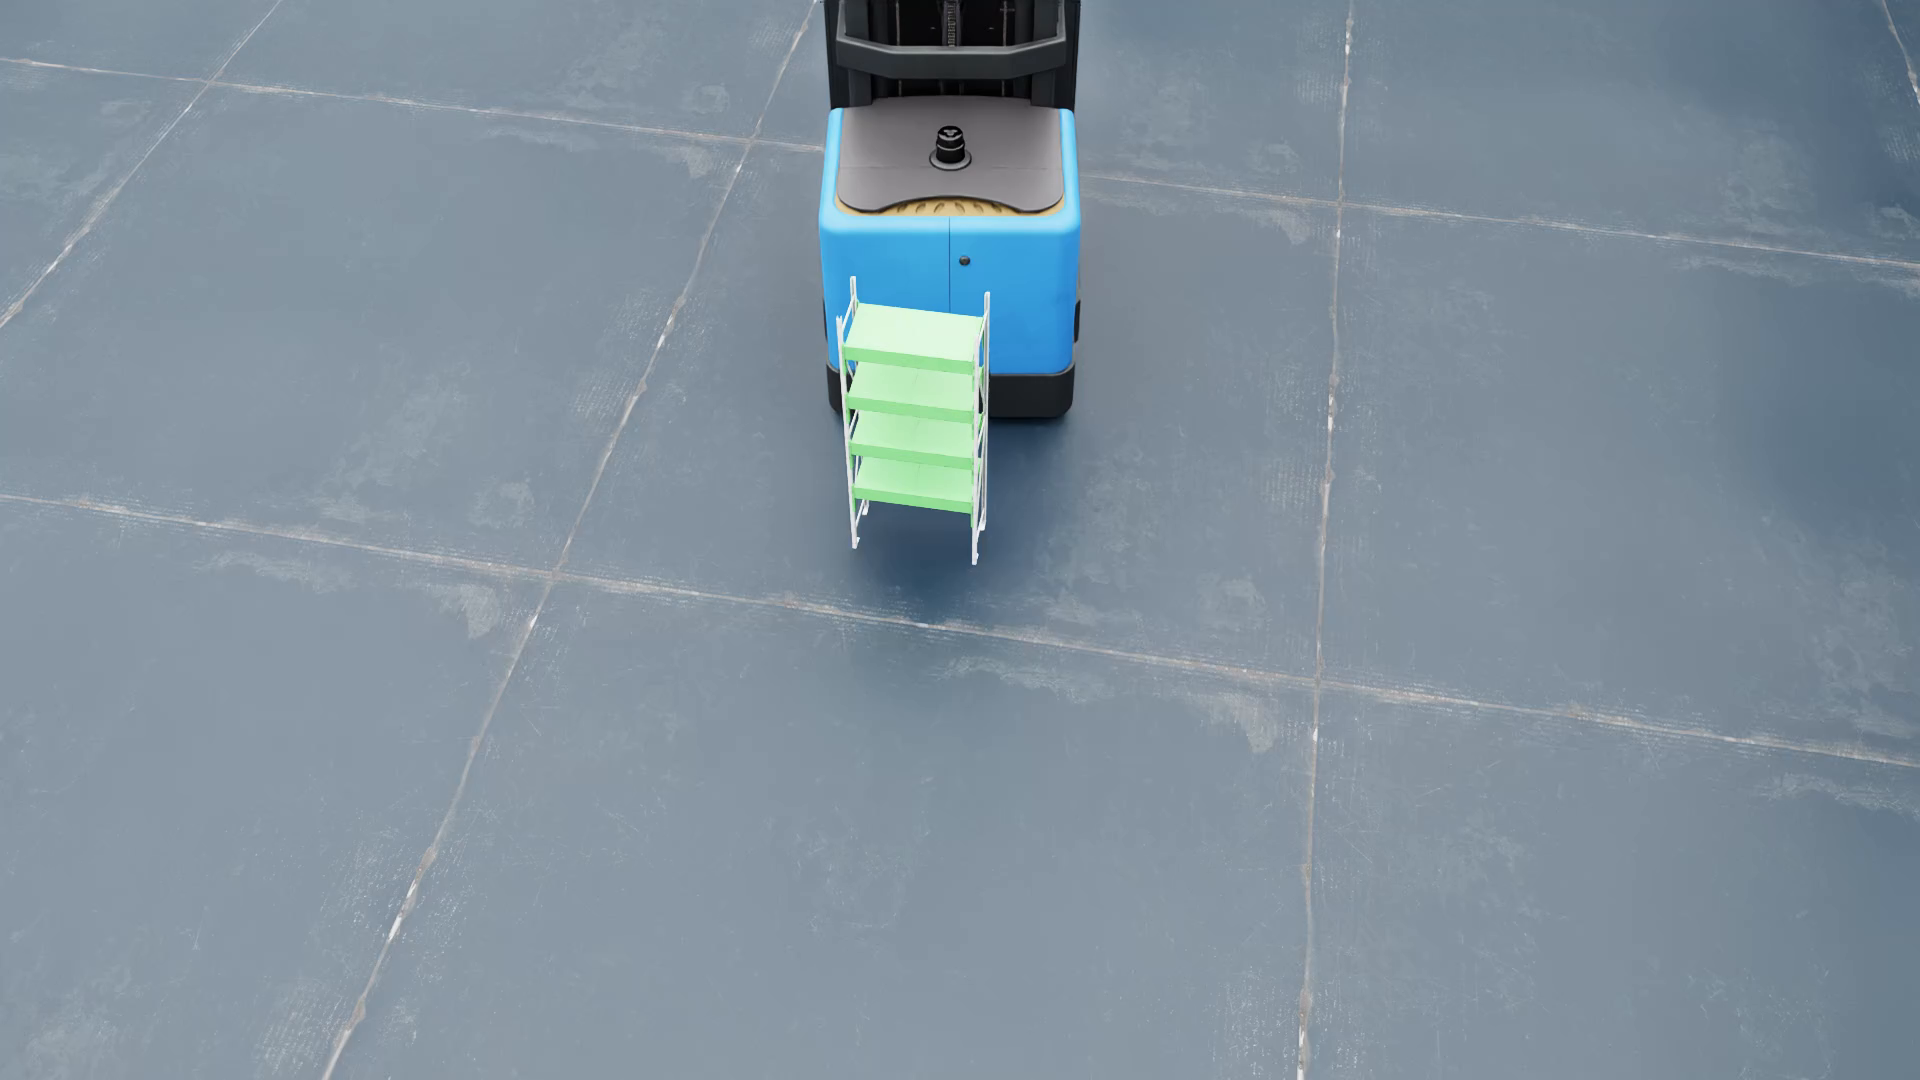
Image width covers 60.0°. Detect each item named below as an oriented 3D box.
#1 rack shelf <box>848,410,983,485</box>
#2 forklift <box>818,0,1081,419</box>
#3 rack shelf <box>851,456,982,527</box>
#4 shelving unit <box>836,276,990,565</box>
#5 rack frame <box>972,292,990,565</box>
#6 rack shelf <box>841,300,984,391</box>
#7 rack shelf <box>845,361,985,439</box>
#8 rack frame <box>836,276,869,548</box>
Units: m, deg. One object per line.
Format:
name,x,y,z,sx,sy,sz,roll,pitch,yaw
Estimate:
rack shelf,-0.163,-0.380,6.343,0.480,0.148,0.258,8,49,7
forklift,-0.032,-2.577,7.067,1.130,2.935,3.031,0,48,0
rack shelf,-0.163,-0.220,6.521,0.480,0.148,0.258,8,49,7
shelving unit,-0.163,-0.423,6.295,0.503,1.200,0.258,8,49,7
rack frame,0.077,-0.391,6.266,0.015,1.200,0.240,8,49,7
rack shelf,-0.163,-0.701,5.986,0.480,0.148,0.258,8,49,7
rack shelf,-0.163,-0.541,6.164,0.480,0.148,0.258,8,49,7
rack frame,-0.403,-0.455,6.324,0.015,1.200,0.240,8,49,7
